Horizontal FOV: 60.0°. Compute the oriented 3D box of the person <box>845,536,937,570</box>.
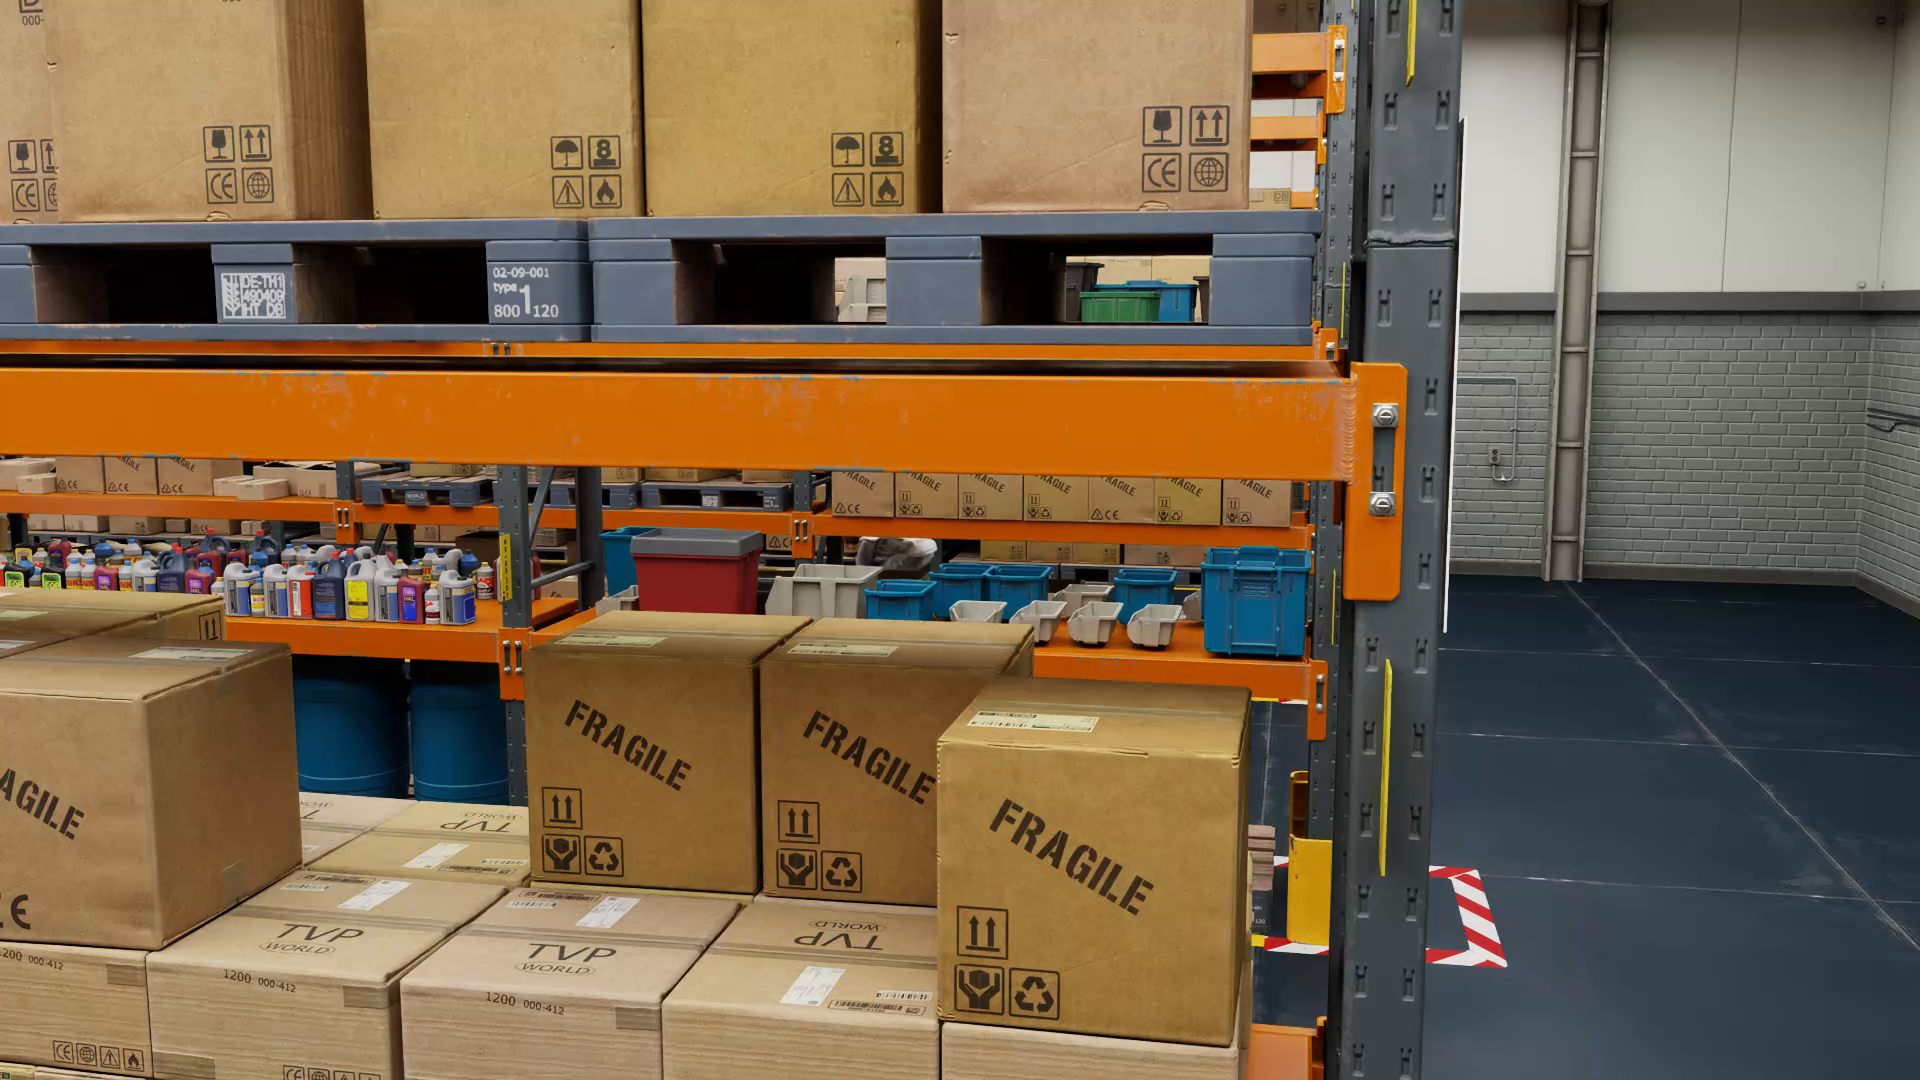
[{"bbox_3d":[-0.707,0.285,15.533,0.972,1.002,0.548,1,8,9],"label":"person"}]
